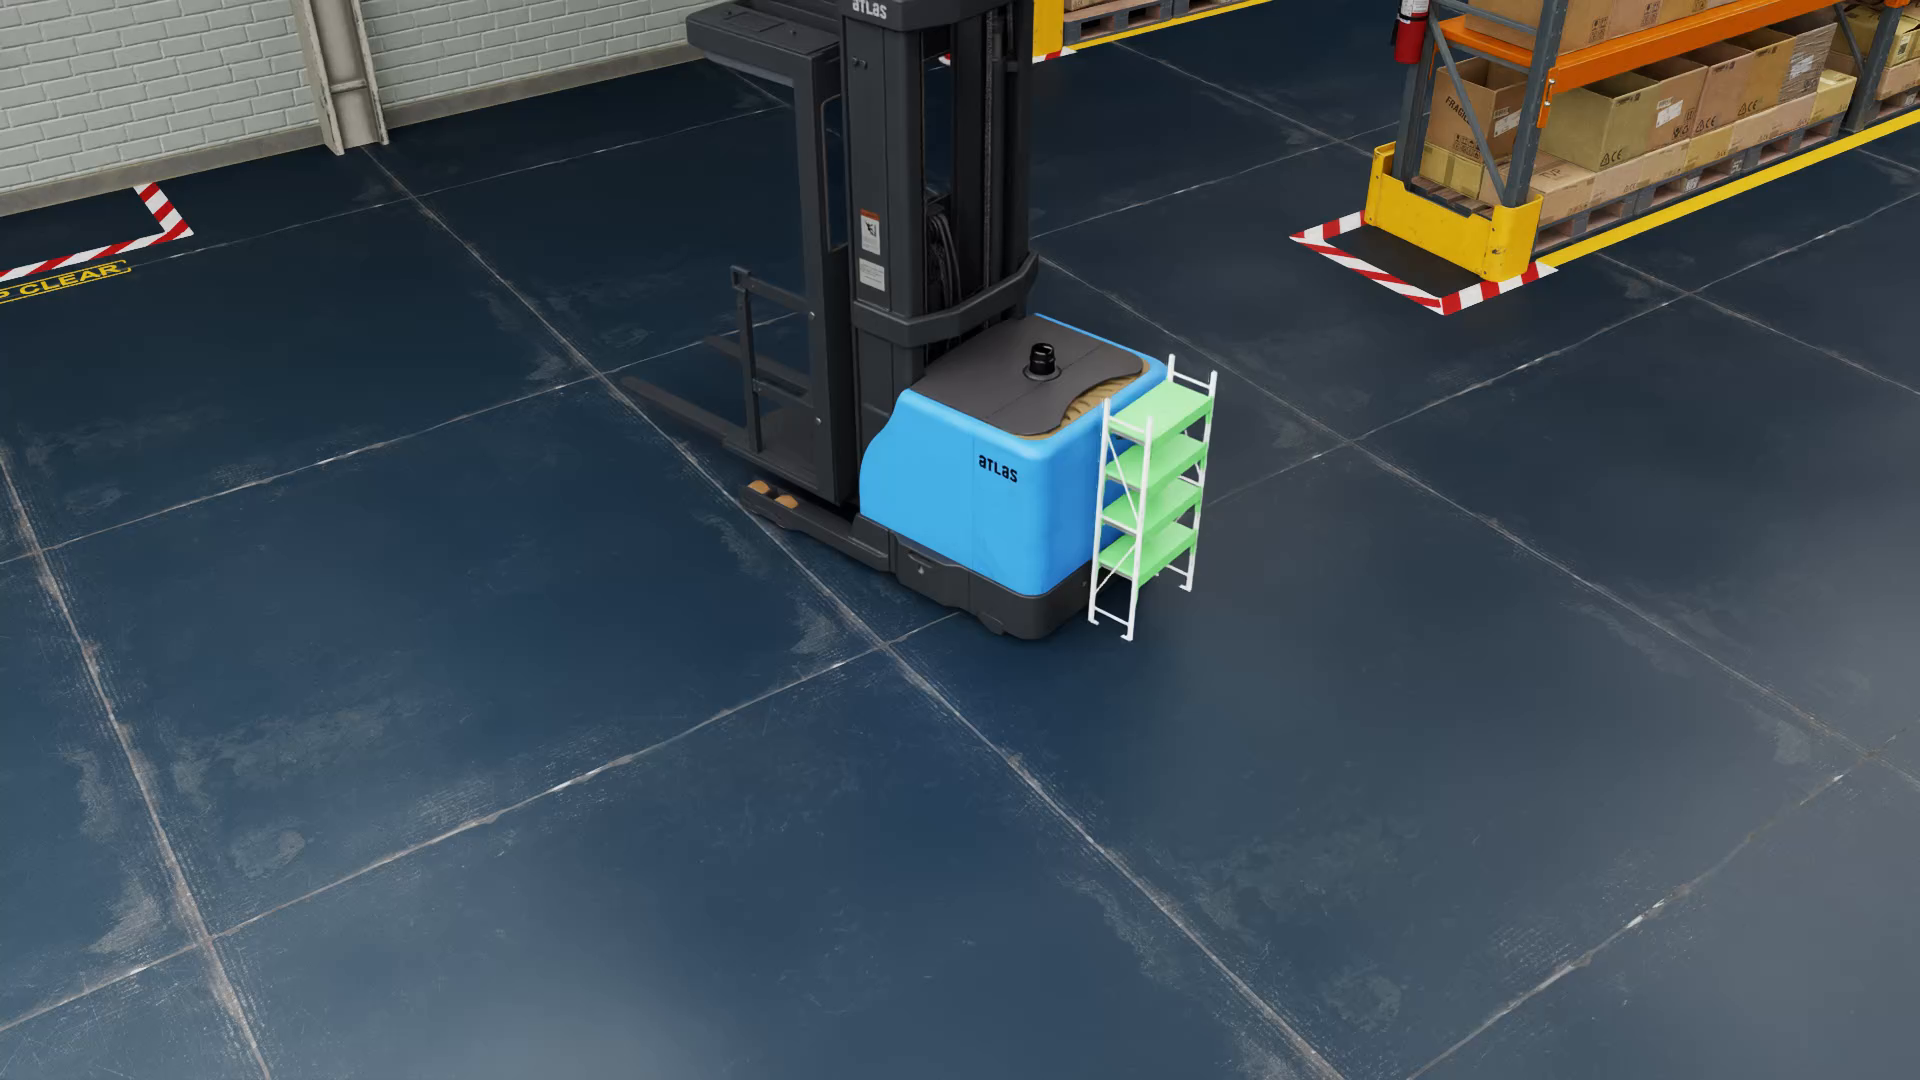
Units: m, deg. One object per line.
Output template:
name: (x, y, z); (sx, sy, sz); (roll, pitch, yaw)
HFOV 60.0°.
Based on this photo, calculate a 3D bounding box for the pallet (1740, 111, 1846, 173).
pallet: (5.801, -3.143, 12.439); (1.213, 0.211, 1.003); (-22, 41, -28)

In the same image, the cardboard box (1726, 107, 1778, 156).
cardboard box: (5.407, -2.977, 11.816); (0.500, 0.250, 0.500); (-22, 41, -28)

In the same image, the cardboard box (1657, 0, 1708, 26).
cardboard box: (4.430, -3.711, 10.756); (0.500, 0.500, 0.700); (-22, 41, -28)

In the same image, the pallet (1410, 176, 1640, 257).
pallet: (3.806, -2.322, 11.297); (1.213, 0.211, 1.003); (-22, 41, -28)

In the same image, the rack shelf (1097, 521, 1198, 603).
rack shelf: (0.852, 0.067, 7.645); (0.258, 0.148, 0.480); (27, 43, 31)

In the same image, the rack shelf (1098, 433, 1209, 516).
rack shelf: (0.858, -0.319, 7.361); (0.258, 0.148, 0.480); (27, 43, 31)

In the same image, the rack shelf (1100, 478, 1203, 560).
rack shelf: (0.855, -0.126, 7.503); (0.258, 0.148, 0.480); (27, 43, 31)

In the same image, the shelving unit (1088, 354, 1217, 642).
shelving unit: (0.856, -0.177, 7.465); (0.258, 1.200, 0.503); (27, 43, 31)

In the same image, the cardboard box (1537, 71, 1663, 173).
cardboard box: (4.180, -2.779, 10.897); (0.500, 0.500, 0.500); (-22, 41, -28)

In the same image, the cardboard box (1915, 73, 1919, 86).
cardboard box: (7.366, -3.765, 12.911); (0.500, 0.250, 0.500); (-21, 41, -27)

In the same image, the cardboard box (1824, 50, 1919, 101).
cardboard box: (6.948, -3.594, 12.673); (0.500, 0.250, 0.500); (-23, 42, -29)

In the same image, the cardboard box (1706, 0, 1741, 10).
cardboard box: (4.858, -3.890, 11.004); (0.500, 0.500, 0.700); (-21, 41, -27)

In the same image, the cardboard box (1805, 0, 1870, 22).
cardboard box: (6.641, -4.077, 12.865); (0.500, 0.311, 0.500); (-22, 41, -28)

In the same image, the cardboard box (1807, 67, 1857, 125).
cardboard box: (6.222, -3.316, 12.287); (0.500, 0.250, 0.500); (-22, 41, -28)

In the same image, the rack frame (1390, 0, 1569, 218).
rack frame: (3.206, -3.177, 10.098); (0.127, 3.000, 1.000); (-22, 41, -28)

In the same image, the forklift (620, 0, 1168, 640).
forklift: (-0.489, -1.460, 7.770); (3.031, 2.935, 1.130); (26, 43, 32)

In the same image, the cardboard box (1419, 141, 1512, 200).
cardboard box: (3.474, -2.552, 11.225); (0.500, 0.250, 0.500); (-22, 41, -28)

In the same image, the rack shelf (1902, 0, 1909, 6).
rack shelf: (8.110, -4.903, 13.114); (4.000, 0.370, 1.077); (-22, 41, -28)

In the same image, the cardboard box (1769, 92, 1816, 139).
cardboard box: (5.808, -3.153, 12.060); (0.500, 0.250, 0.500); (-22, 41, -28)

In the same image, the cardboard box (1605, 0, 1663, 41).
cardboard box: (4.021, -3.547, 10.527); (0.500, 0.500, 0.700); (-21, 41, -27)

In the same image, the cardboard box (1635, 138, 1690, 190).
cardboard box: (4.588, -2.643, 11.351); (0.500, 0.250, 0.500); (-22, 41, -28)

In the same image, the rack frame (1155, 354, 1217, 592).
rack frame: (1.011, -0.287, 7.618); (0.240, 1.200, 0.015); (27, 43, 31)

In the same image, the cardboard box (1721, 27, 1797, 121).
cardboard box: (5.400, -3.288, 11.605); (0.500, 0.500, 0.500); (-22, 41, -28)

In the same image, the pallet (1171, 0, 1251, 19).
pallet: (2.092, -5.097, 15.157); (1.213, 0.211, 1.003); (-22, 41, -28)

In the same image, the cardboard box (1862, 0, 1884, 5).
cardboard box: (7.063, -4.255, 13.112); (0.500, 0.311, 0.500); (-21, 41, -27)

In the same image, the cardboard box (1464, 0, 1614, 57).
cardboard box: (3.594, -3.368, 10.279); (0.500, 0.500, 0.700); (-22, 41, -28)

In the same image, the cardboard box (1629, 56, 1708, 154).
cardboard box: (4.581, -2.953, 11.140); (0.500, 0.500, 0.500); (-22, 41, -28)

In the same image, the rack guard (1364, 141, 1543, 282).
rack guard: (3.186, -2.154, 10.816); (0.348, 0.500, 1.175); (-22, 41, -28)

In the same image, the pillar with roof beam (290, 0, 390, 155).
pillar with roof beam: (-2.002, -4.551, 6.870); (0.400, 9.000, 9.100); (-22, 41, -28)

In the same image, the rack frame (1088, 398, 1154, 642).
rack frame: (0.700, -0.068, 7.312); (0.240, 1.200, 0.015); (27, 43, 31)

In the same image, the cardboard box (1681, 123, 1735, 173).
cardboard box: (4.999, -2.809, 11.582); (0.500, 0.250, 0.500); (-22, 41, -28)

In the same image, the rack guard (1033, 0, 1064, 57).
rack guard: (0.411, -4.550, 14.149); (0.348, 0.500, 1.175); (-22, 41, -28)

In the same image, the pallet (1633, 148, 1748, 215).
pallet: (4.803, -2.730, 11.865); (1.213, 0.211, 1.003); (-22, 41, -28)

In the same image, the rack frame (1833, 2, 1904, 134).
rack frame: (6.475, -4.522, 11.969); (0.127, 3.000, 1.000); (-22, 41, -28)

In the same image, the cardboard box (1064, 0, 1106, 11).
cardboard box: (0.966, -4.816, 14.304); (0.500, 0.311, 0.500); (-28, 44, -33)

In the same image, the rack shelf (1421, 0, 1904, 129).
rack shelf: (4.840, -3.557, 11.243); (4.000, 0.370, 1.077); (-22, 41, -28)

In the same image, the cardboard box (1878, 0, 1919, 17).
cardboard box: (7.369, -3.990, 12.744); (0.500, 0.311, 0.500); (-23, 42, -28)

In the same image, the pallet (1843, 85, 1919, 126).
pallet: (7.055, -3.657, 13.153); (1.213, 0.211, 1.003); (-22, 41, -28)

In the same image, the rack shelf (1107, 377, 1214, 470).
rack shelf: (0.861, -0.513, 7.219); (0.258, 0.148, 0.480); (27, 43, 31)

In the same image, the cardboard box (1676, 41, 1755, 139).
cardboard box: (5.000, -3.113, 11.362); (0.500, 0.500, 0.500); (-22, 41, -28)

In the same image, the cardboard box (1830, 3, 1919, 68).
cardboard box: (6.956, -3.824, 12.513); (0.500, 0.311, 0.500); (-22, 41, -28)

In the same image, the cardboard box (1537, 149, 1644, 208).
cardboard box: (4.179, -2.475, 11.118); (0.500, 0.250, 0.500); (-22, 41, -28)

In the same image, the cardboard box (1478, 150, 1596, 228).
cardboard box: (3.772, -2.305, 10.881); (0.500, 0.250, 0.500); (-22, 41, -28)

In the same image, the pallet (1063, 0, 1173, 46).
pallet: (1.095, -4.690, 14.590); (1.213, 0.211, 1.003); (-22, 41, -28)

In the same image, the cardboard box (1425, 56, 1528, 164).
cardboard box: (3.472, -2.858, 11.007); (0.500, 0.500, 0.500); (-22, 41, -28)

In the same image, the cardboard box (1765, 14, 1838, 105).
cardboard box: (5.807, -3.458, 11.842); (0.500, 0.500, 0.500); (-22, 41, -28)

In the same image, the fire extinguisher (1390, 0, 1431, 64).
fire extinguisher: (2.841, -3.327, 10.373); (0.183, 0.674, 0.296); (-22, 41, -28)
